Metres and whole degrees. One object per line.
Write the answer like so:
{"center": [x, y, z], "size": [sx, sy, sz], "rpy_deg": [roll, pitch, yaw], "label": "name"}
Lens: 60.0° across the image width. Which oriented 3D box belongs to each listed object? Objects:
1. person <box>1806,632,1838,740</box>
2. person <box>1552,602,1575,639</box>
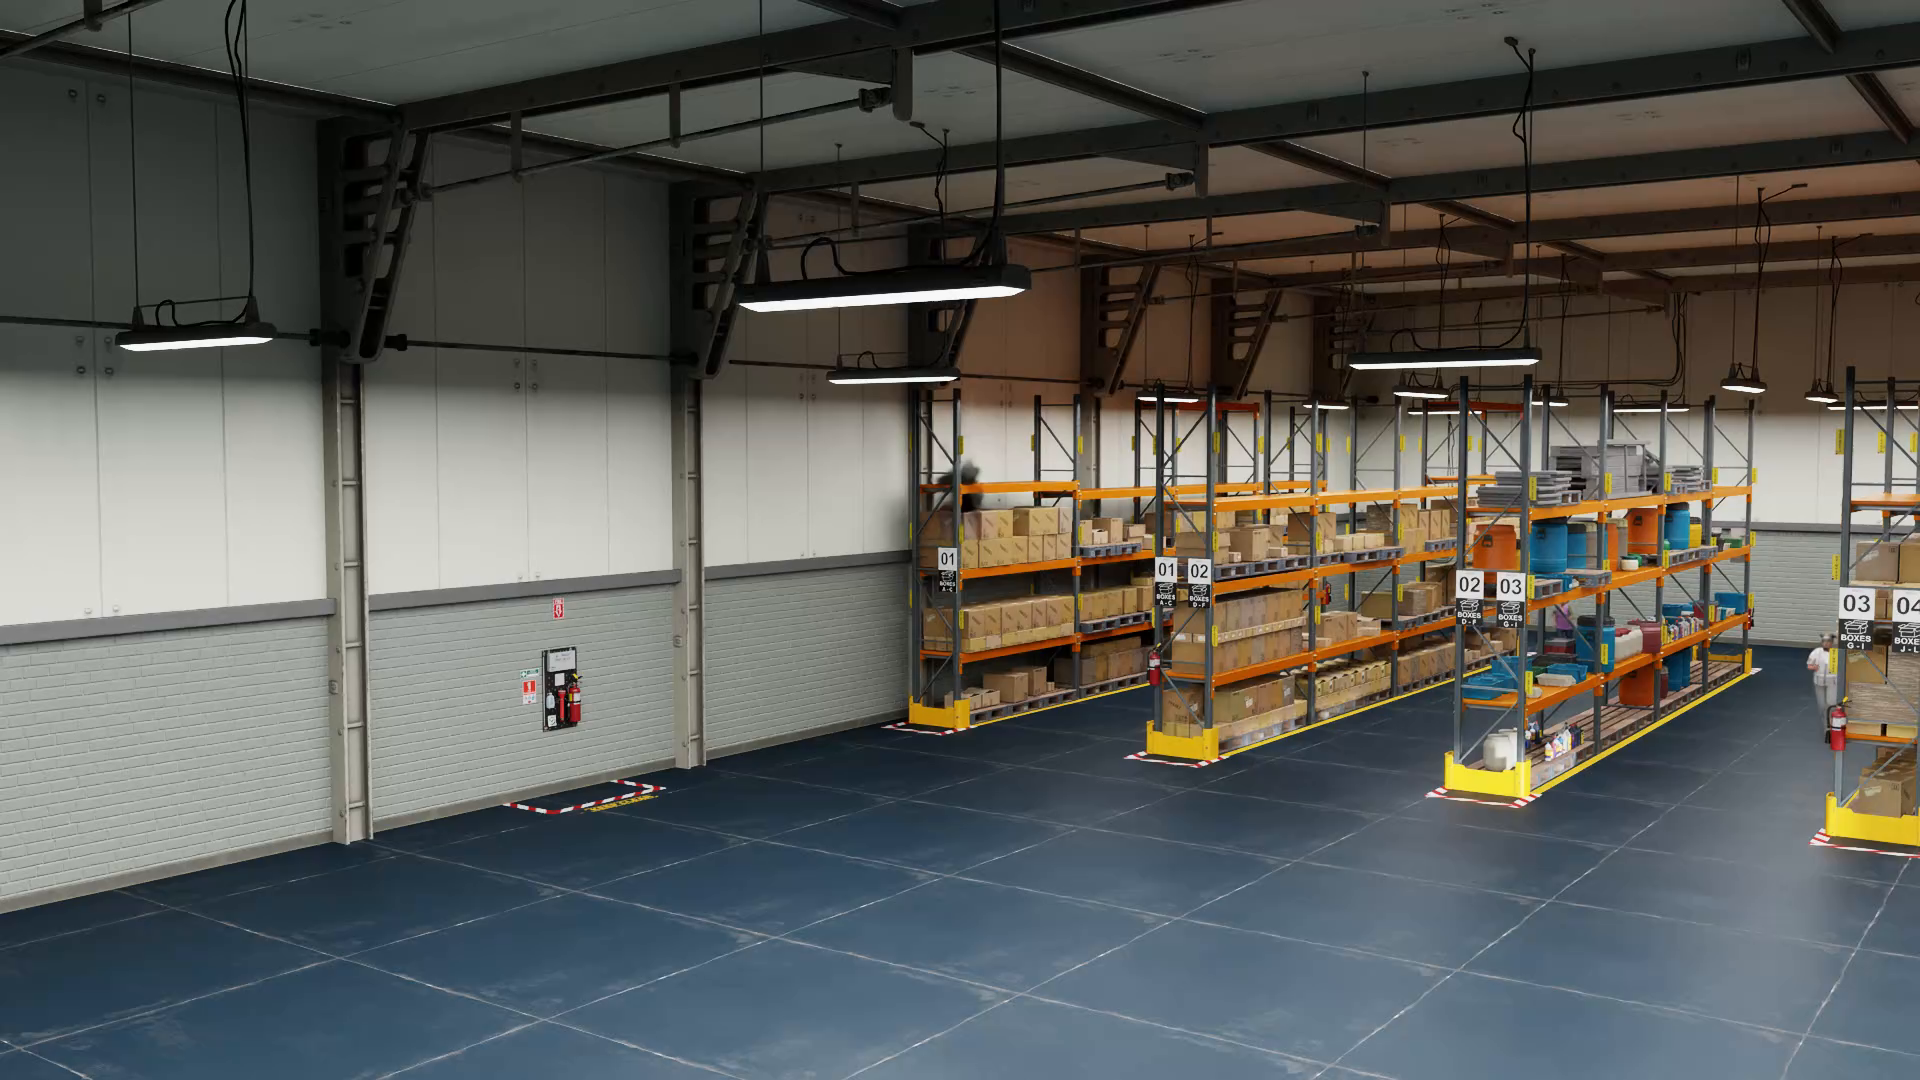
{"center": [14.888, 2.504, 28.560], "size": [0.640, 1.852, 0.795], "rpy_deg": [3, 4, 39], "label": "person"}
{"center": [13.739, 2.054, 37.895], "size": [0.536, 1.624, 0.684], "rpy_deg": [2, 4, 29], "label": "person"}
